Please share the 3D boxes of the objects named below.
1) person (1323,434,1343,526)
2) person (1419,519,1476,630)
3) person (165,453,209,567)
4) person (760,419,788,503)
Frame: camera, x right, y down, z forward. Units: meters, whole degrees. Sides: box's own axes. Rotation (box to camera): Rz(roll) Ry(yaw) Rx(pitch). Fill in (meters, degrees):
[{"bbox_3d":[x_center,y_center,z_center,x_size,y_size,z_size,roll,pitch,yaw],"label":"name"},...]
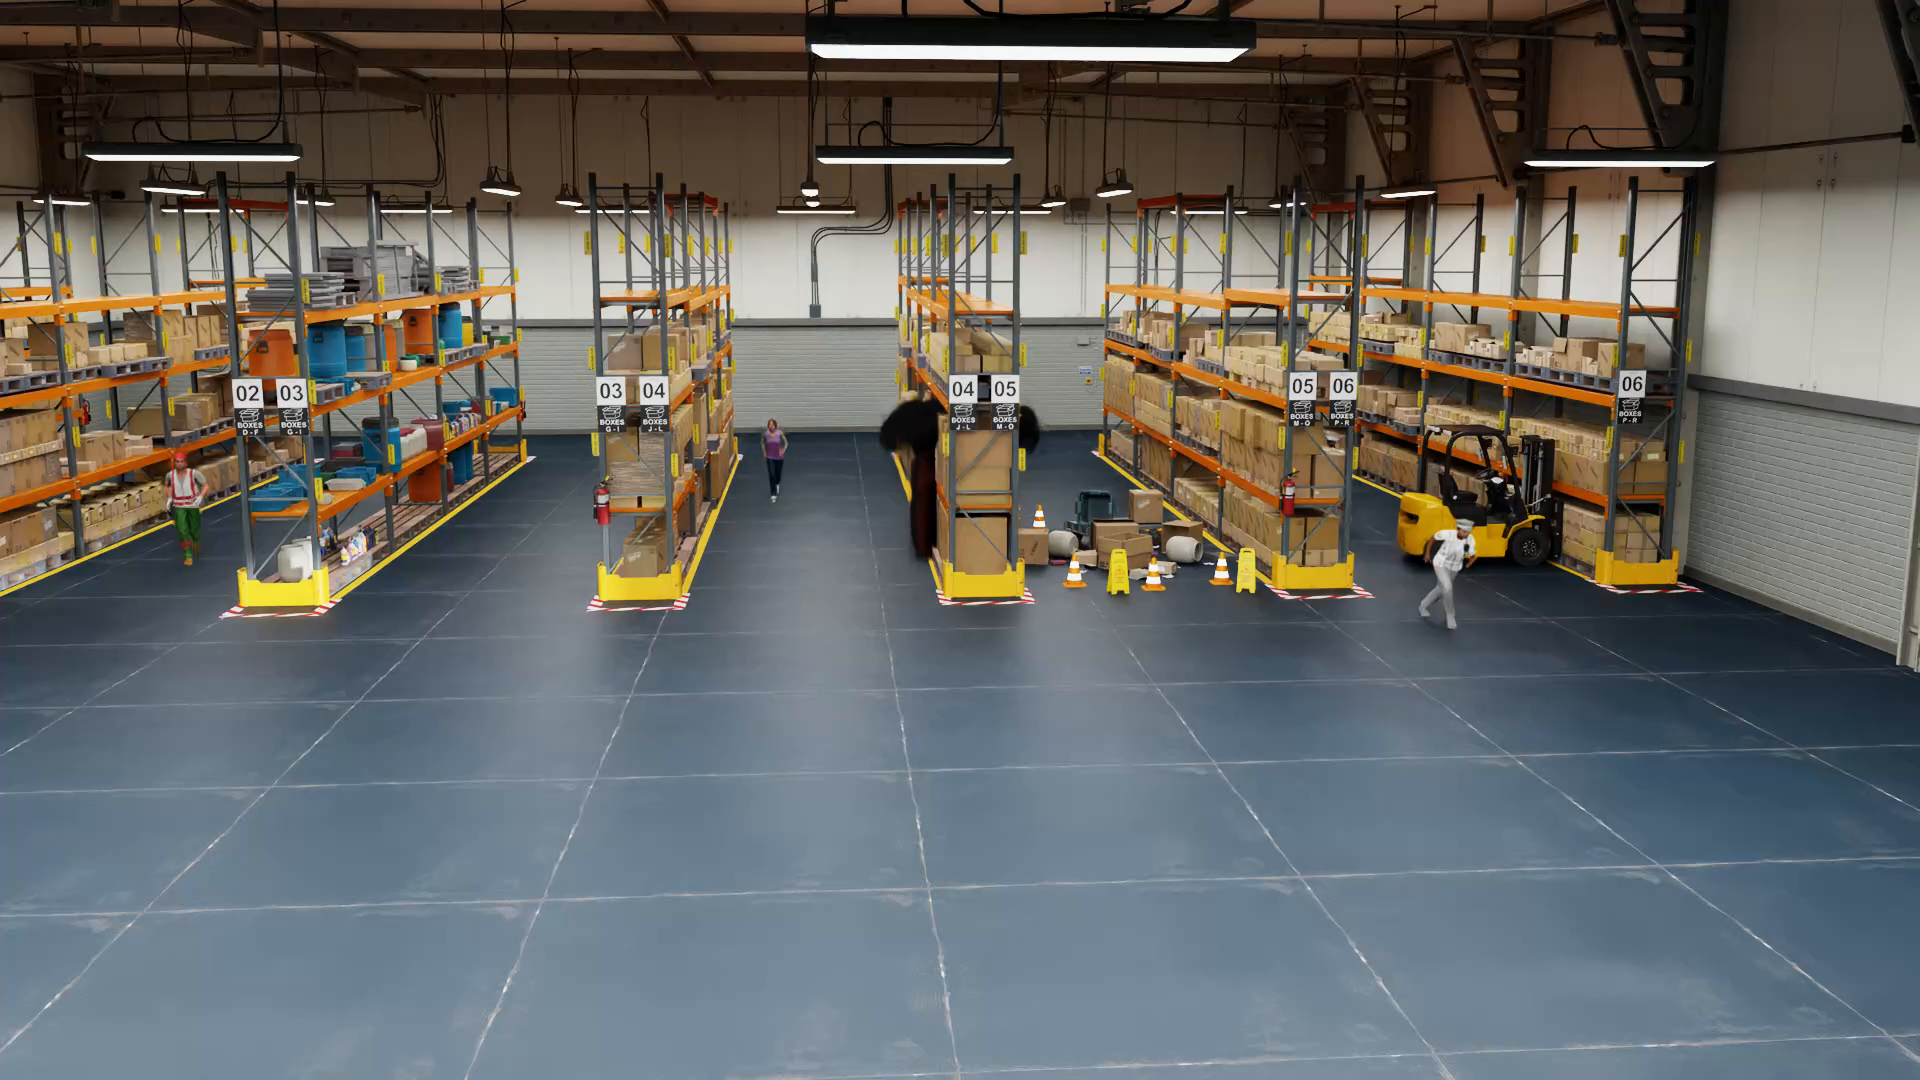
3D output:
[{"bbox_3d":[6.774,-1.053,29.977,0.601,1.650,0.829,-3,11,-18],"label":"person"},{"bbox_3d":[6.506,0.390,22.149,0.540,1.468,1.039,-2,10,-11],"label":"person"},{"bbox_3d":[-12.321,-0.519,26.556,0.659,1.803,0.822,-2,10,-13],"label":"person"},{"bbox_3d":[-3.607,-1.561,32.359,0.540,1.580,0.733,-1,10,-4],"label":"person"}]
